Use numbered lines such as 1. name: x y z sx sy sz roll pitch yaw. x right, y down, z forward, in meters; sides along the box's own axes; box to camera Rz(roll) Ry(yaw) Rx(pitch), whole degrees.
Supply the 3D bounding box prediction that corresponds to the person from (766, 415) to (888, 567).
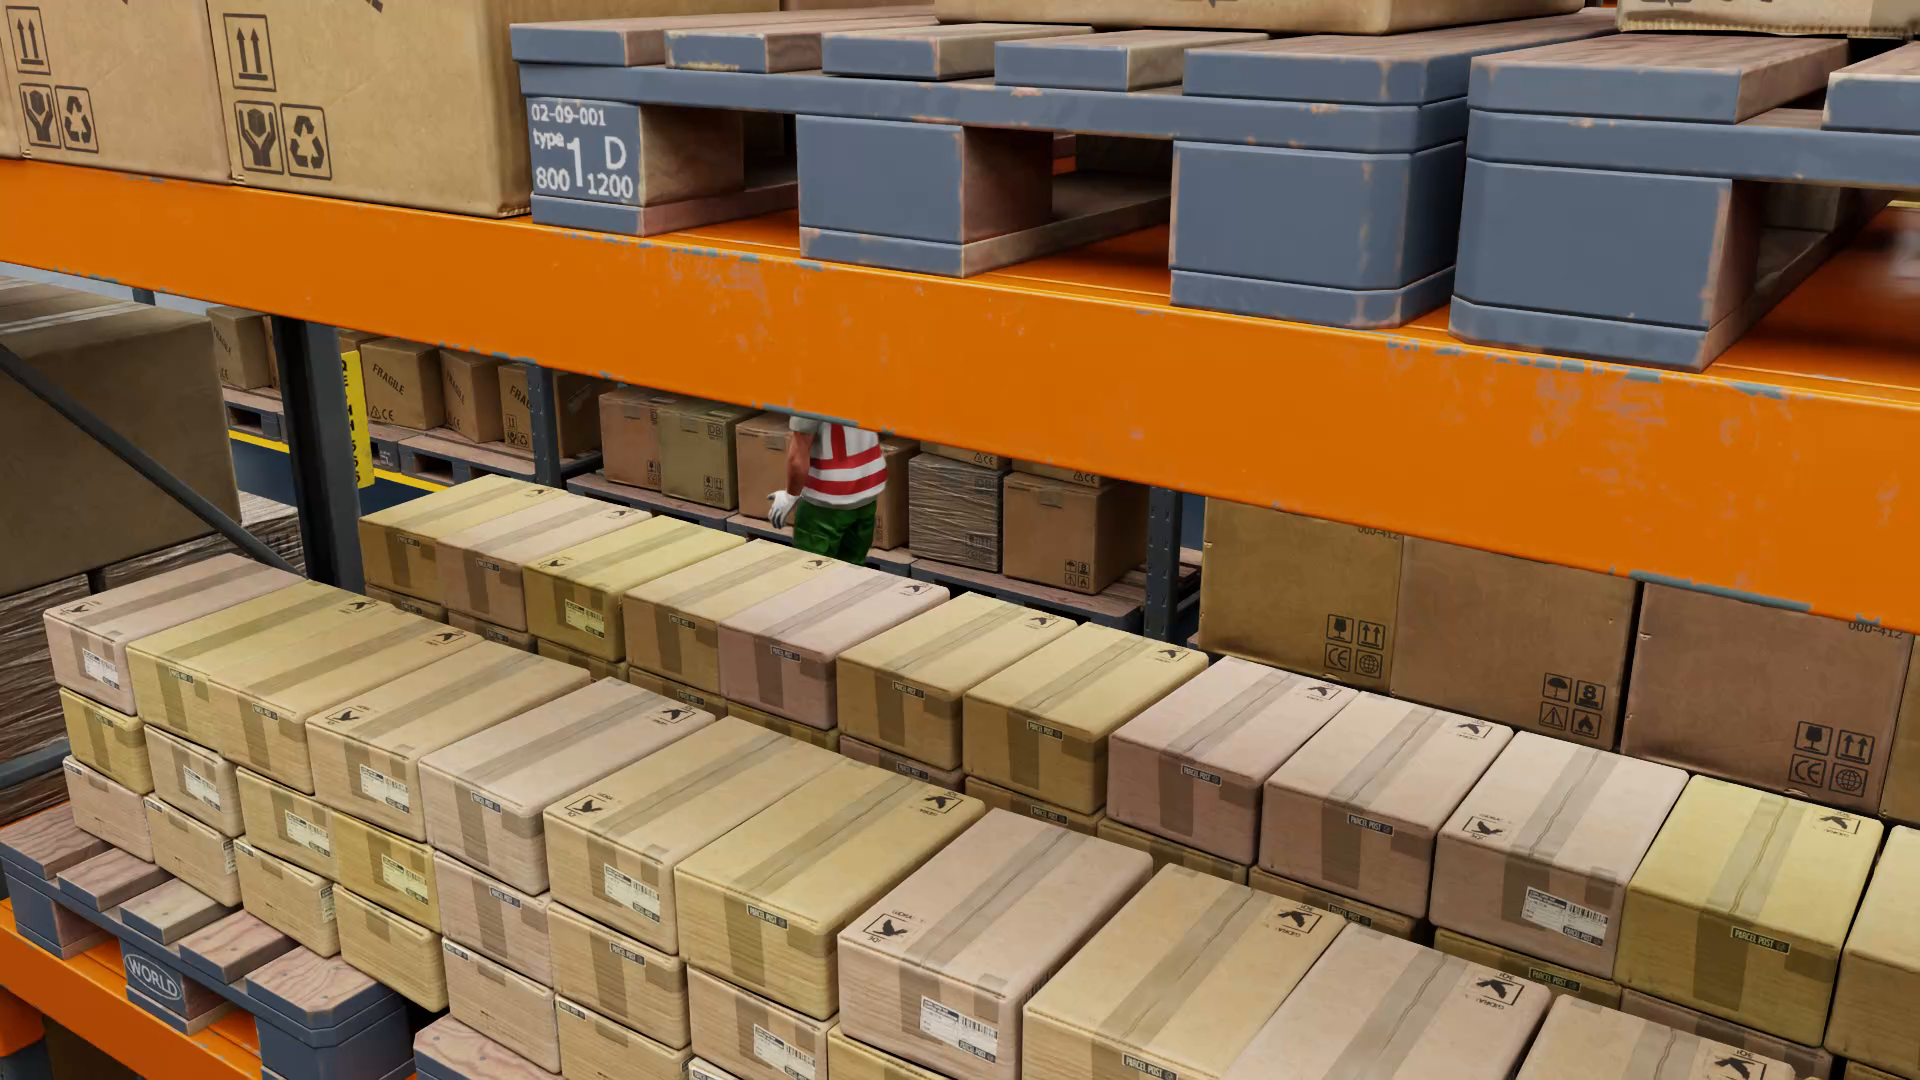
1. person: -0.556 -0.194 7.129 0.414 1.758 0.536 14 24 33
